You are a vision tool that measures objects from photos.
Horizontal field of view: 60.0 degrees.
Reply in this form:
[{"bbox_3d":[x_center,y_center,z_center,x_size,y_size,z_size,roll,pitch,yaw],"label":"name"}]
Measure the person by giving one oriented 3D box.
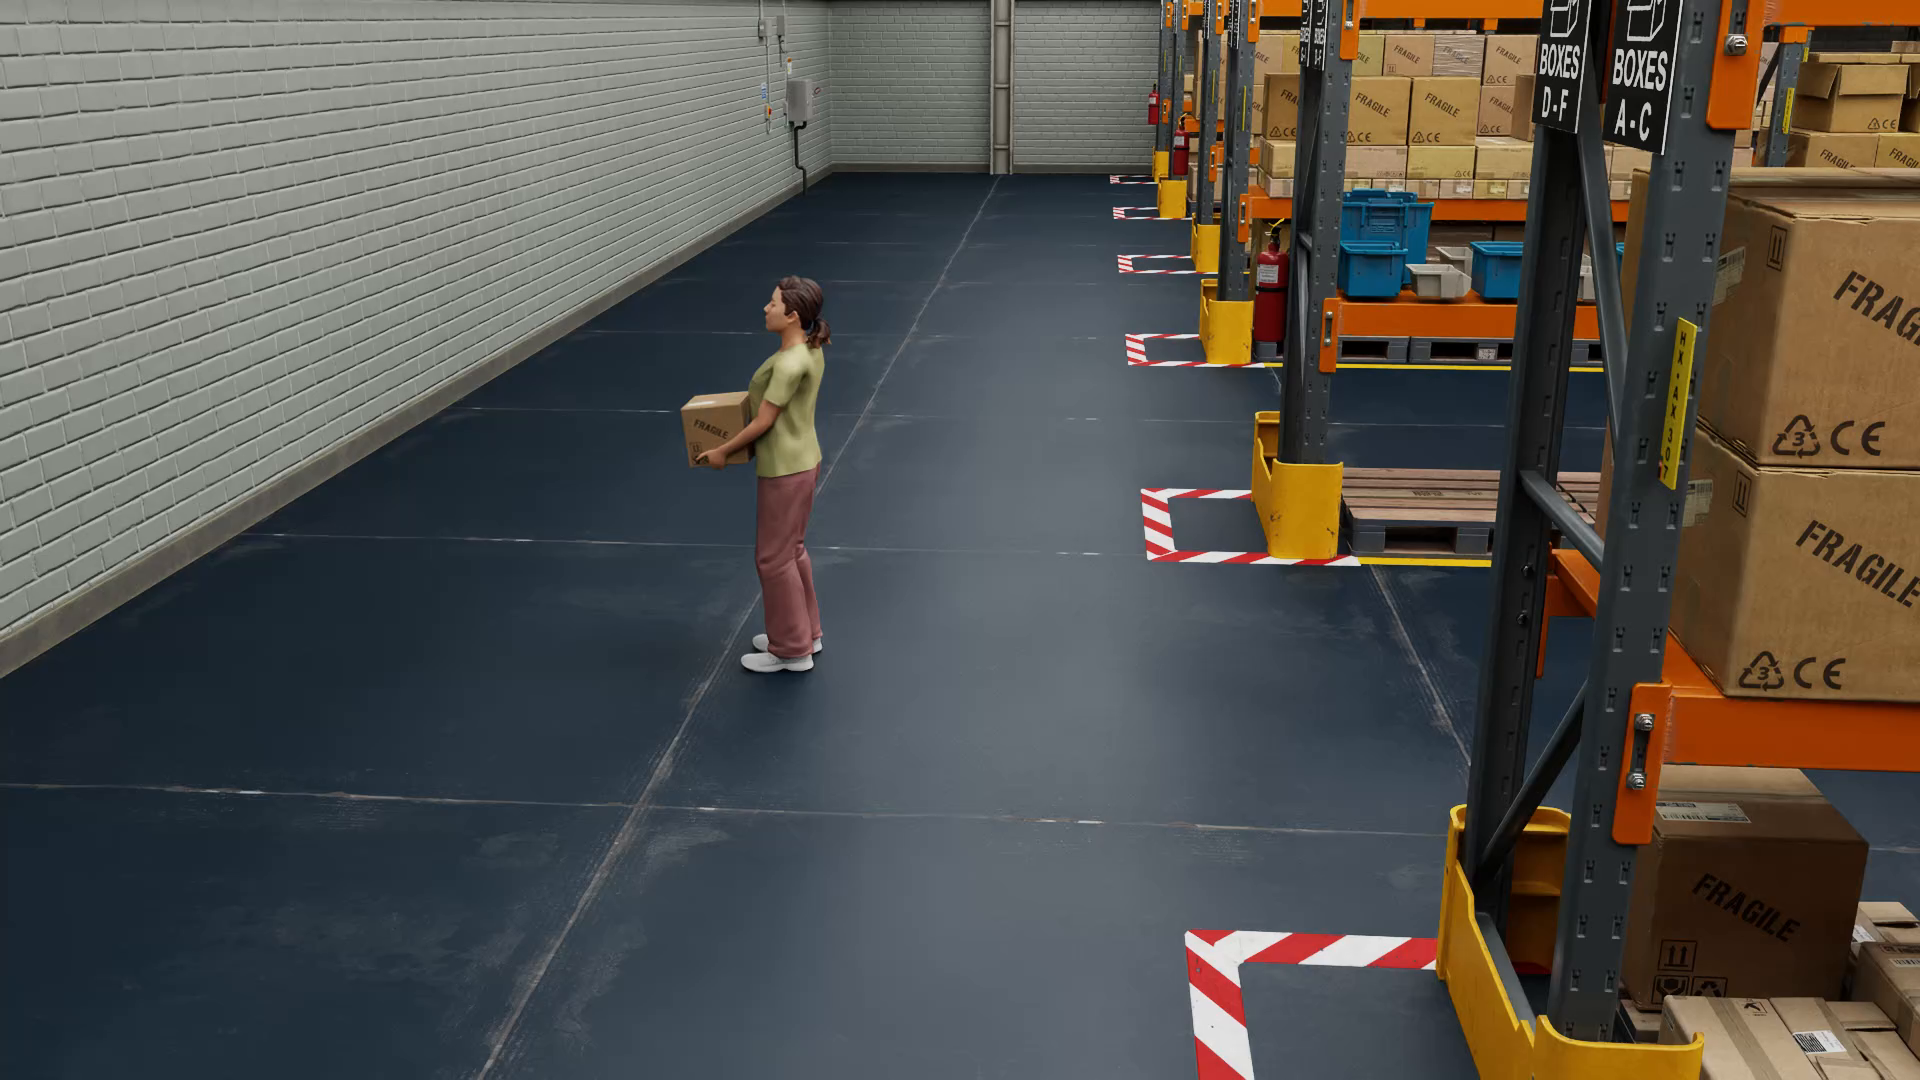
[{"bbox_3d":[-0.792,-0.274,6.935,0.559,1.662,0.428,1,18,4],"label":"person"}]
